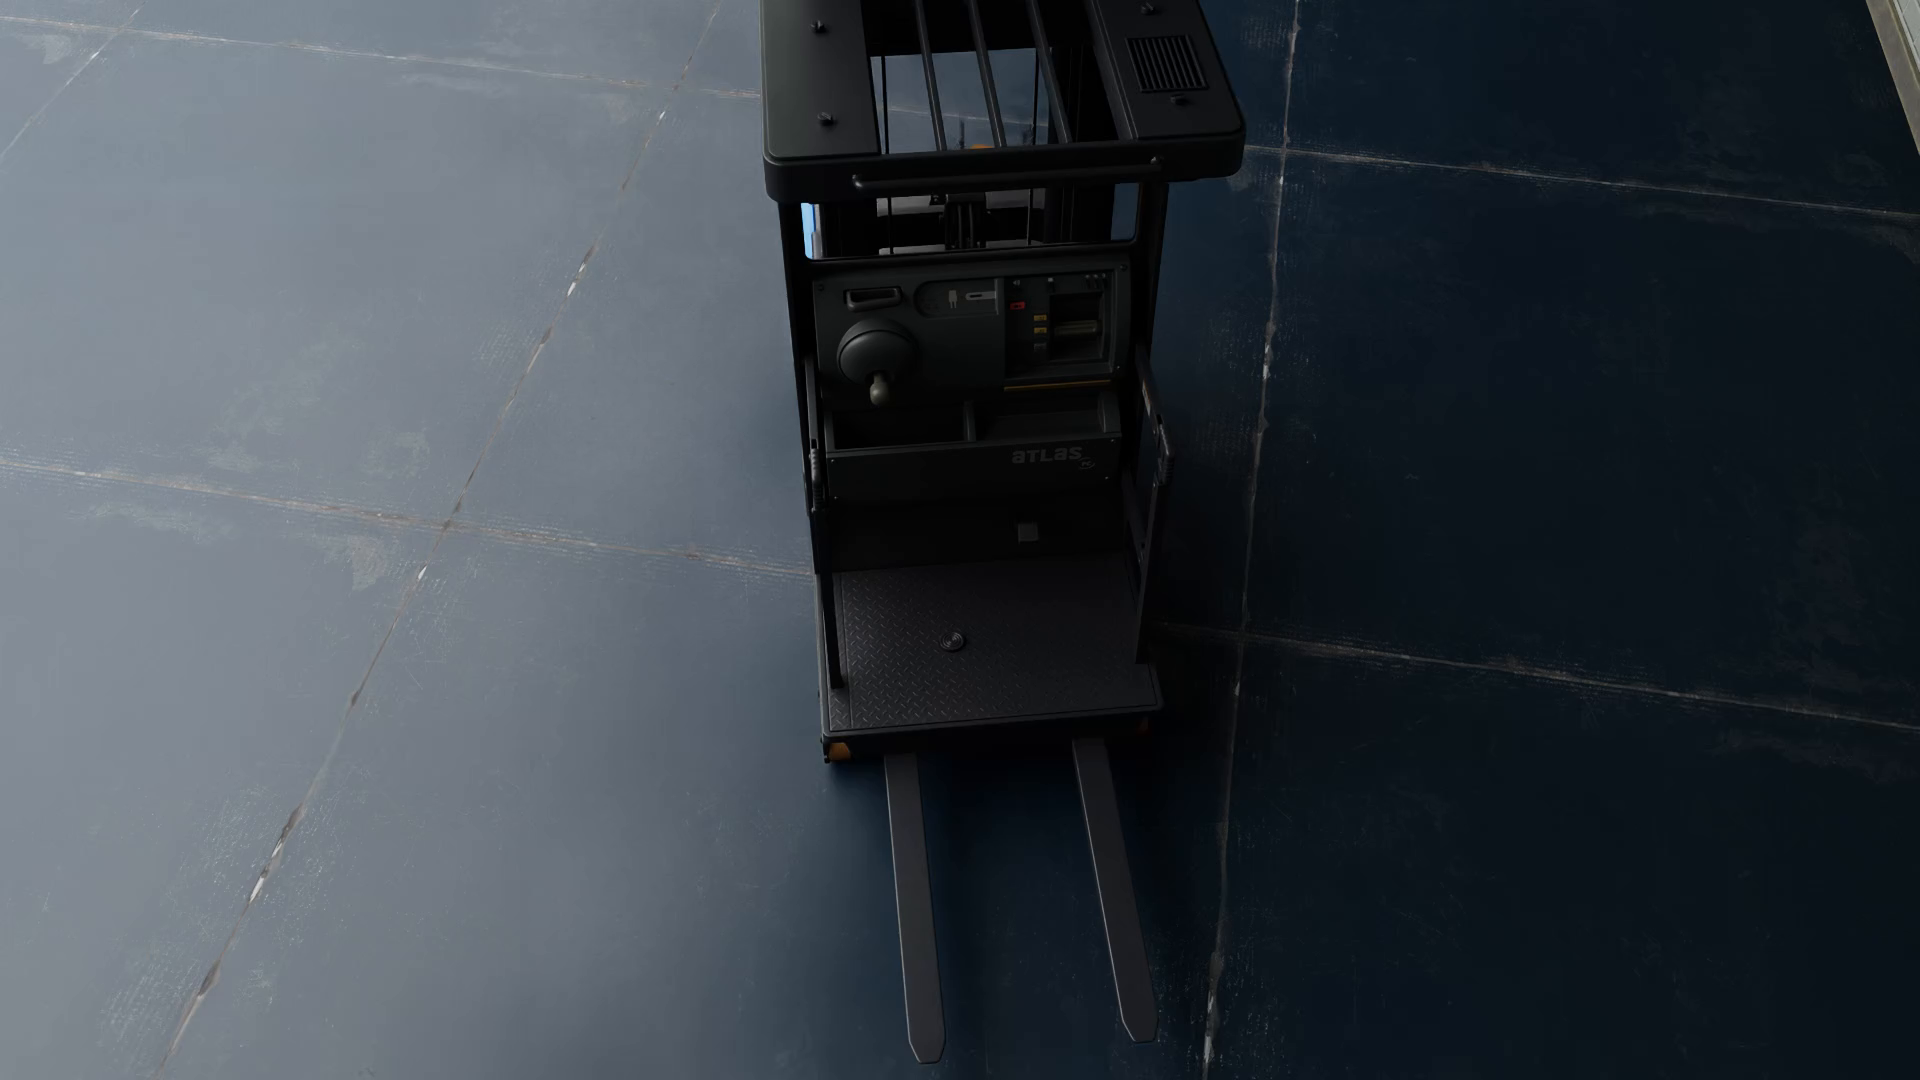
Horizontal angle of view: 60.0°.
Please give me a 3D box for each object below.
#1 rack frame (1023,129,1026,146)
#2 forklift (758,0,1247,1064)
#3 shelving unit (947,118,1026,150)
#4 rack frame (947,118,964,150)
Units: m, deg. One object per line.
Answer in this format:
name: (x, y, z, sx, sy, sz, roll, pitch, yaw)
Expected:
rack frame: (0.219, -1.119, 6.547, 0.008, 1.050, 0.200, 13, 50, 11)
forklift: (0.064, -0.515, 4.742, 1.130, 2.935, 3.031, -4, 48, -4)
shelving unit: (0.102, -1.145, 6.570, 0.252, 1.050, 0.215, 13, 50, 11)
rack frame: (-0.015, -1.171, 6.593, 0.008, 1.050, 0.200, 13, 50, 11)
